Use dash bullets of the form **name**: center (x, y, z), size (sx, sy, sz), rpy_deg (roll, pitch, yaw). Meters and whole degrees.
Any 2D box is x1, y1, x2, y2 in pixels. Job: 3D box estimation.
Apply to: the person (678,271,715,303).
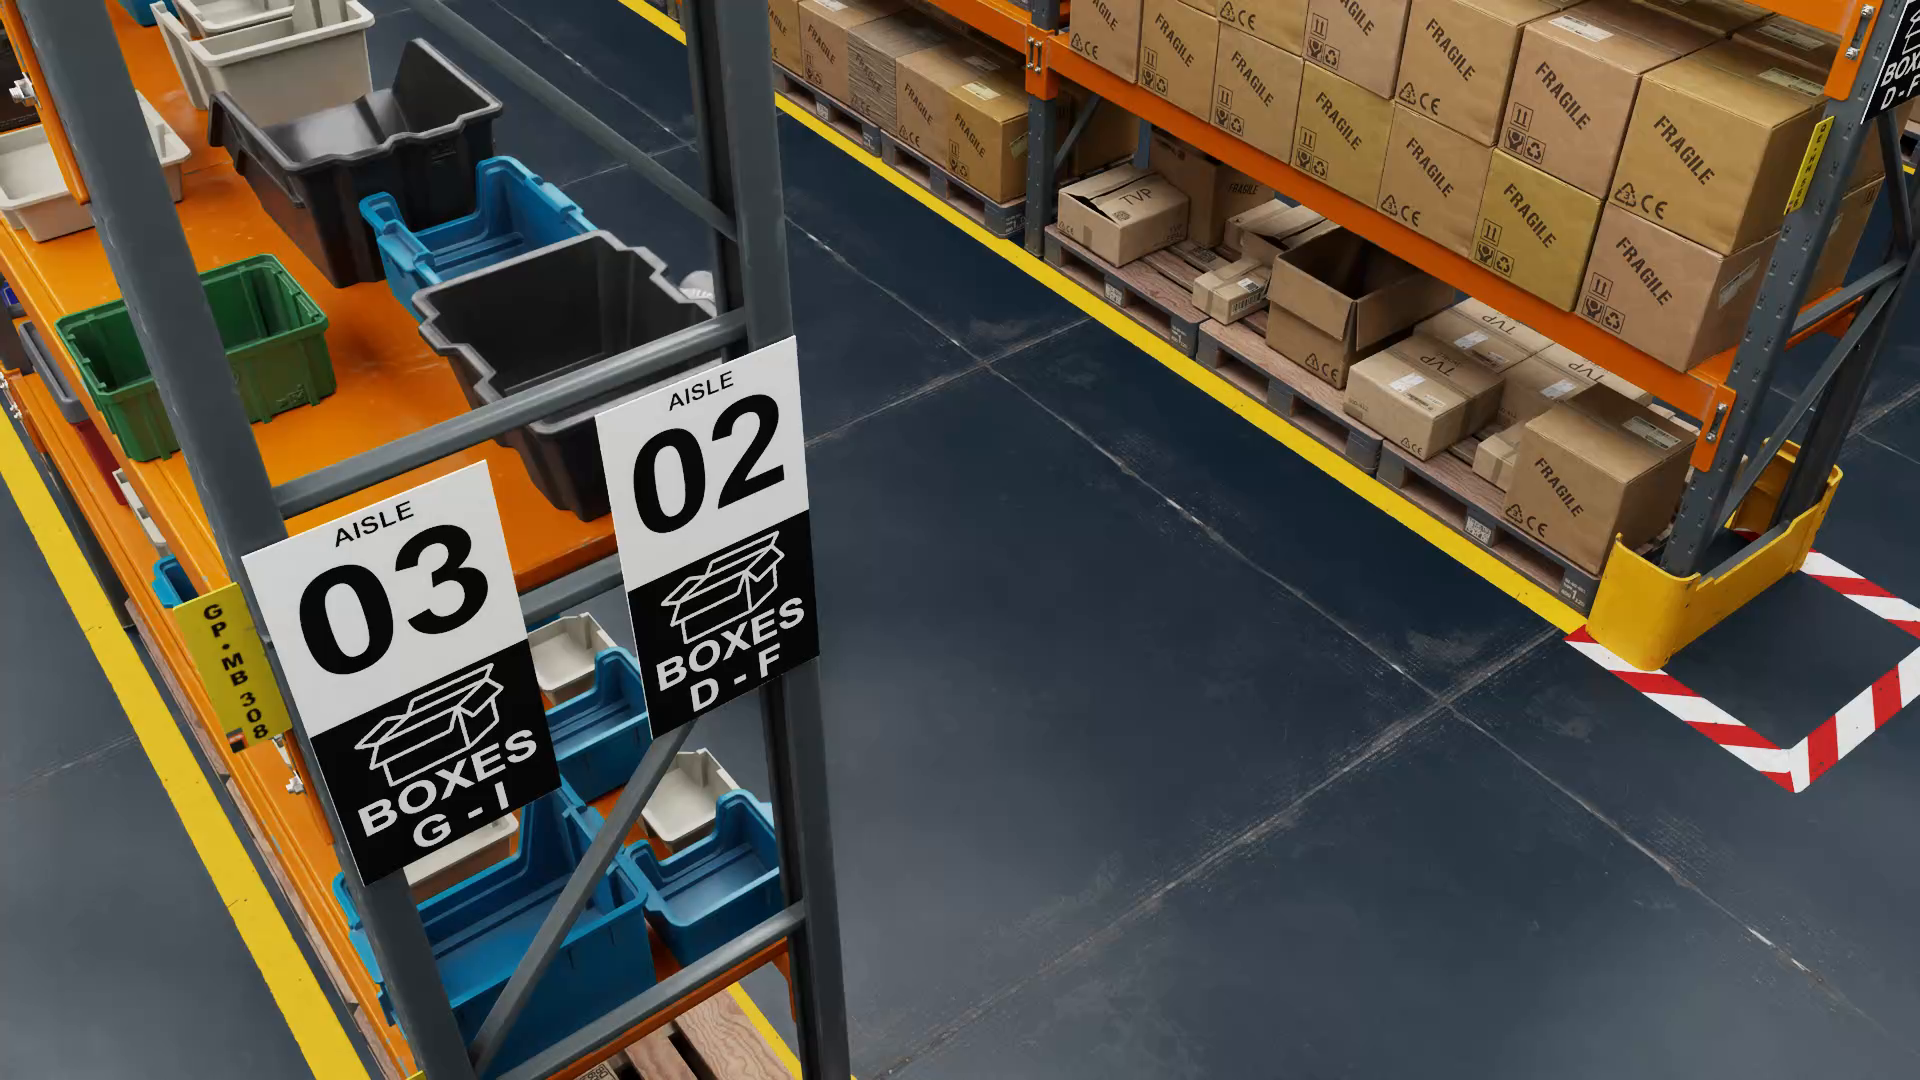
- **person**: center (-0.969, -0.310, 6.483), size (0.546, 1.673, 0.468), rpy_deg (18, 44, 20)
